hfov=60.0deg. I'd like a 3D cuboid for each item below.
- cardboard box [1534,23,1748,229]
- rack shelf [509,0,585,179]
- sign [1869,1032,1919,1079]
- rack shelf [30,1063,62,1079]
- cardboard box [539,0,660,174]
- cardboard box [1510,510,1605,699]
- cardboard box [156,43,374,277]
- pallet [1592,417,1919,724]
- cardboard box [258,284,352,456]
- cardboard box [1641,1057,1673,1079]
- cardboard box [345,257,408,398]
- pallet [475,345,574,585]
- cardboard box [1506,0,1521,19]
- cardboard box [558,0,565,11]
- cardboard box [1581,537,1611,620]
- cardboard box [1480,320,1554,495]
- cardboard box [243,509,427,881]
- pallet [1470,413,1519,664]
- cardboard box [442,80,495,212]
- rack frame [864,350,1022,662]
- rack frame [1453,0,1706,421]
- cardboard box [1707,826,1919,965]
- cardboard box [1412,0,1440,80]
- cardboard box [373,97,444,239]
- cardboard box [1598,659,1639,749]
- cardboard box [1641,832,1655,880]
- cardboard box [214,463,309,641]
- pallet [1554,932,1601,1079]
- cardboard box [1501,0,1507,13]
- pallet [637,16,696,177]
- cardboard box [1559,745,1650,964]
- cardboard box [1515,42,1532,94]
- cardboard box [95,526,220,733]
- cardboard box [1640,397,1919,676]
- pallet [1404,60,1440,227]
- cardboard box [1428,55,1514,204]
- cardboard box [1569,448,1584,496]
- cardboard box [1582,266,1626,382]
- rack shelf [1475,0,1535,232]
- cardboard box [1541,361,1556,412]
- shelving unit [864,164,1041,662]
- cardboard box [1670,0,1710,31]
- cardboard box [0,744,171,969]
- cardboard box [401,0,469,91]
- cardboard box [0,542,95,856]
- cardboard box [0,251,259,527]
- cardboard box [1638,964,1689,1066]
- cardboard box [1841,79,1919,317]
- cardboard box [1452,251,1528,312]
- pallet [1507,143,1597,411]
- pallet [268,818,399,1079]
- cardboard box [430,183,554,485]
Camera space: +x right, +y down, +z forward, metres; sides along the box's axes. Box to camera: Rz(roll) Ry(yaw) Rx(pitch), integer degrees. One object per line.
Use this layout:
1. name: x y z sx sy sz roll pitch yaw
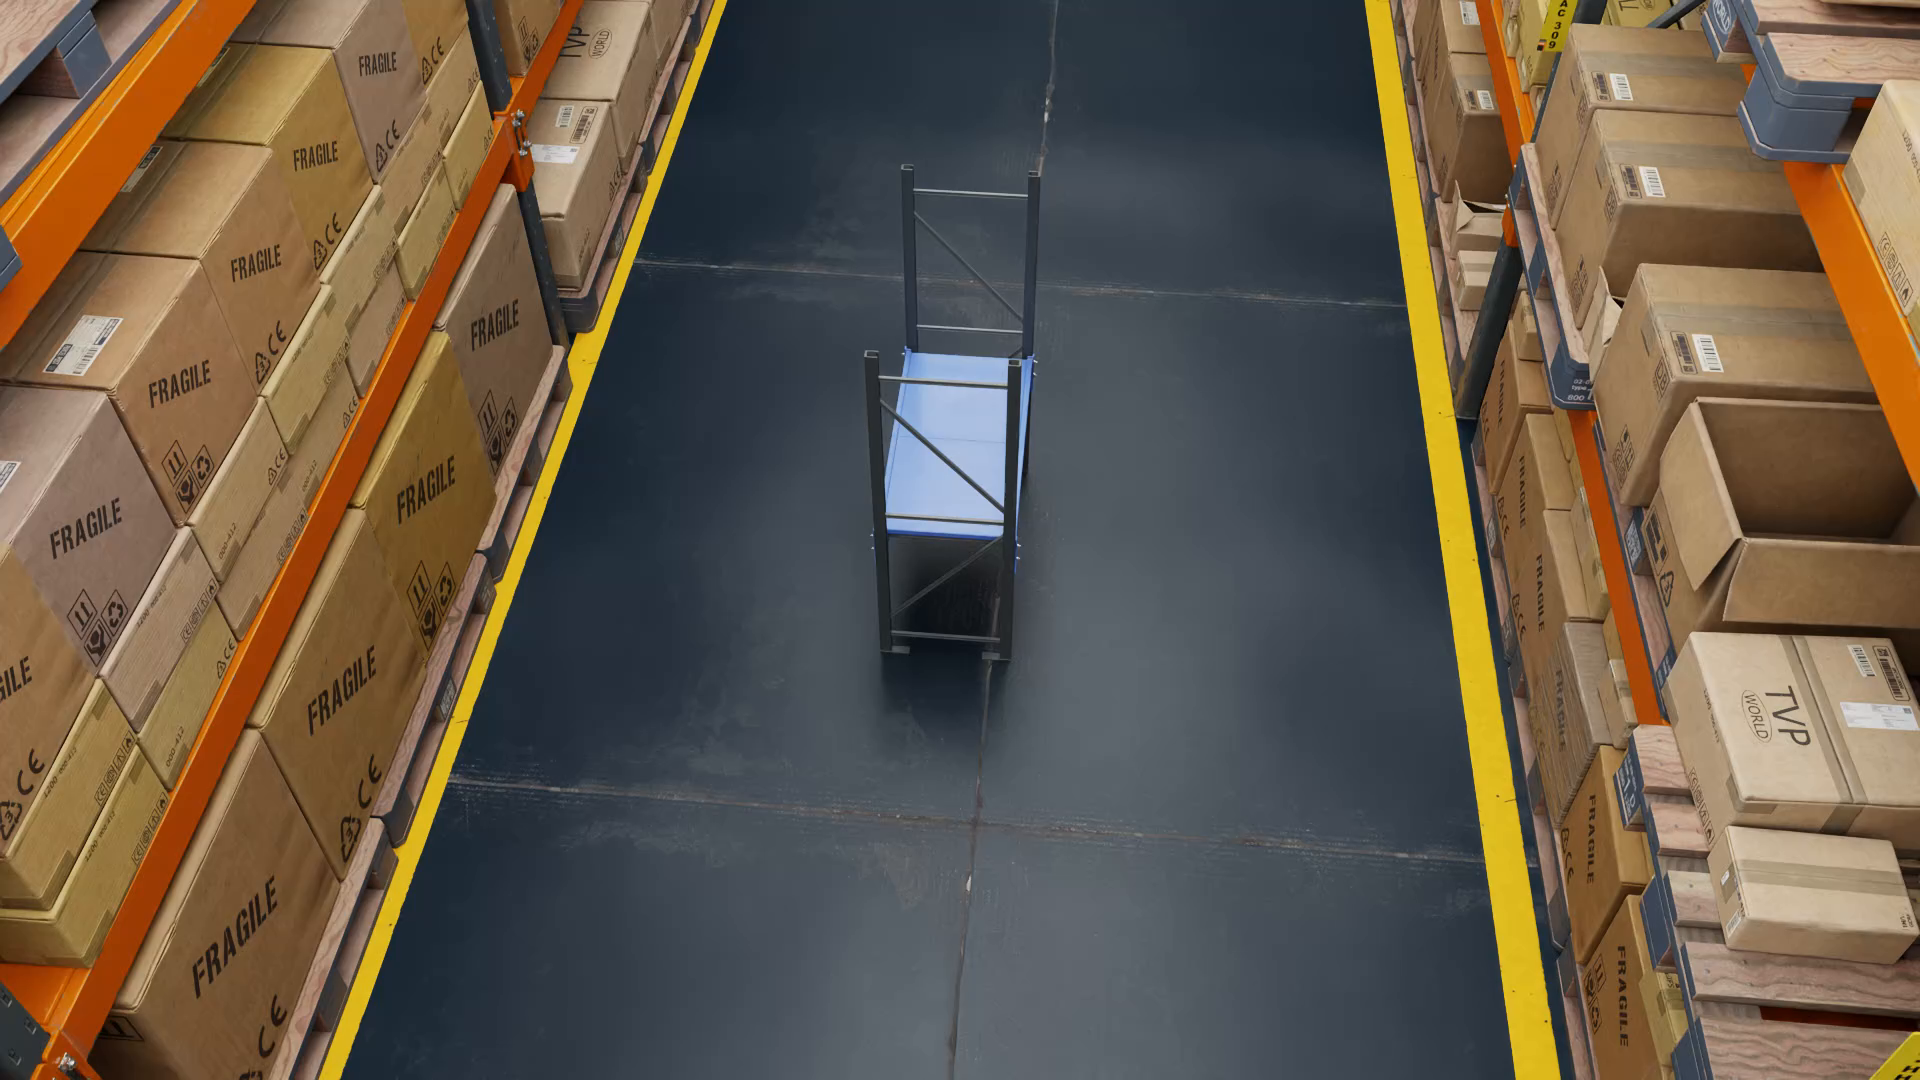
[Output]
1. cardboard box: 2.400 -1.383 5.656 0.700 0.500 0.500 5 48 5
2. rack shelf: -2.094 -3.106 8.072 1.077 0.370 4.000 4 48 4
3. sign: 1.761 0.997 3.100 0.100 0.325 0.005 4 48 4
4. rack shelf: -2.823 2.772 2.695 1.077 0.370 4.000 4 48 4
5. cardboard box: -2.032 -2.269 8.270 0.875 0.438 0.875 3 48 2
6. cardboard box: 2.310 0.252 5.922 0.500 0.500 0.500 3 48 2
7. cardboard box: -2.173 -1.154 5.053 0.500 0.500 0.500 5 48 5
8. pallet: 2.475 0.026 4.849 1.003 0.211 1.213 4 48 4
9. cardboard box: -2.184 -0.531 4.992 0.500 0.250 0.500 5 48 4
10. cardboard box: 2.127 1.768 4.536 0.500 0.500 0.500 5 48 5
11. cardboard box: -2.179 -0.739 5.520 0.500 0.250 0.500 3 48 2
12. pallet: -2.272 -0.366 6.968 1.003 0.211 1.213 4 48 4
13. cardboard box: 2.501 -2.358 6.800 0.500 0.250 0.500 4 48 4
14. cardboard box: -1.923 -2.610 7.063 0.500 0.500 0.500 4 48 4
15. cardboard box: 2.313 0.144 5.581 0.380 0.149 0.250 5 48 5
16. cardboard box: 2.399 -0.506 6.616 0.500 0.500 0.500 6 48 5
17. cardboard box: -2.410 0.478 5.461 0.875 0.875 0.875 4 48 4
18. pallet: 2.630 -0.007 6.639 1.003 0.211 1.213 4 48 4
19. cardboard box: -2.066 -1.482 6.201 0.500 0.250 0.500 3 48 3
20. rack frame: -0.054 -0.070 5.824 0.500 1.500 0.032 4 48 4
21. rack frame: 2.667 -1.548 6.159 1.000 3.000 0.127 4 48 4
22. cardboard box: 1.980 0.825 3.874 0.380 0.149 0.250 5 48 4
23. cardboard box: 2.765 -2.717 8.638 0.700 0.500 0.500 6 48 5
24. cardboard box: -2.113 -1.290 5.685 0.500 0.250 0.500 5 48 4
25. cardboard box: 2.244 0.521 5.236 0.380 0.149 0.250 2 48 2
26. cardboard box: 2.226 0.910 4.881 0.380 0.149 0.250 5 48 5
27. cardboard box: -2.263 0.004 4.841 0.500 0.250 0.500 5 48 5
28. pallet: 2.408 1.786 4.999 1.003 0.211 1.213 4 48 4
29. cardboard box: 2.497 -2.291 7.009 0.380 0.149 0.250 5 48 5
30. pallet: -2.021 -2.391 8.820 1.003 0.211 1.213 4 48 4
31. cardboard box: 2.228 1.016 5.223 0.500 0.500 0.500 6 48 5
32. cardboard box: 2.446 -1.908 6.658 0.380 0.149 0.250 5 48 5
33. cardboard box: -2.301 0.206 4.317 0.500 0.250 0.500 5 48 4
34. cardboard box: 2.267 0.002 4.386 0.797 0.503 0.637 3 48 3
35. pallet: 2.839 -2.011 8.472 1.003 0.211 1.213 4 48 4
36. cardboard box: 2.670 -1.954 7.940 0.700 0.500 0.500 2 48 2
37. cardboard box: 2.397 -0.219 5.914 0.380 0.149 0.250 3 48 3
38. cardboard box: 2.158 -0.650 5.144 0.396 0.266 0.258 6 48 5
39. rack shelf: 2.849 -2.775 7.769 1.077 0.370 4.000 4 48 4
40. cardboard box: 2.421 -0.611 6.272 0.380 0.149 0.250 3 48 2
41. shelving unit: -0.008 -0.443 6.165 0.538 1.500 1.048 4 48 4
42. cardboard box: 2.981 -1.944 6.421 0.500 0.250 0.500 3 48 3
43. cardboard box: -2.346 0.768 4.143 0.500 0.250 0.500 3 48 3
44. cardboard box: -2.067 -1.906 5.741 0.500 0.500 0.500 5 48 5
45. cardboard box: -2.353 0.343 3.684 0.500 0.500 0.500 2 48 2
46. cardboard box: -2.255 -0.402 4.365 0.500 0.500 0.500 5 48 5
47. cardboard box: 2.089 1.291 4.532 0.380 0.149 0.250 2 48 2
48. cardboard box: 2.198 -0.701 3.454 0.500 0.250 0.500 4 48 4
49. cardboard box: 2.425 -1.157 7.449 0.380 0.149 0.250 3 48 2
50. pallet: 2.485 -0.904 5.700 1.003 0.211 1.213 4 48 4
51. pallet: -2.494 1.427 5.328 1.003 0.211 1.213 4 48 4
52. cardboard box: -2.253 -0.843 6.670 0.875 0.875 0.875 5 48 5
